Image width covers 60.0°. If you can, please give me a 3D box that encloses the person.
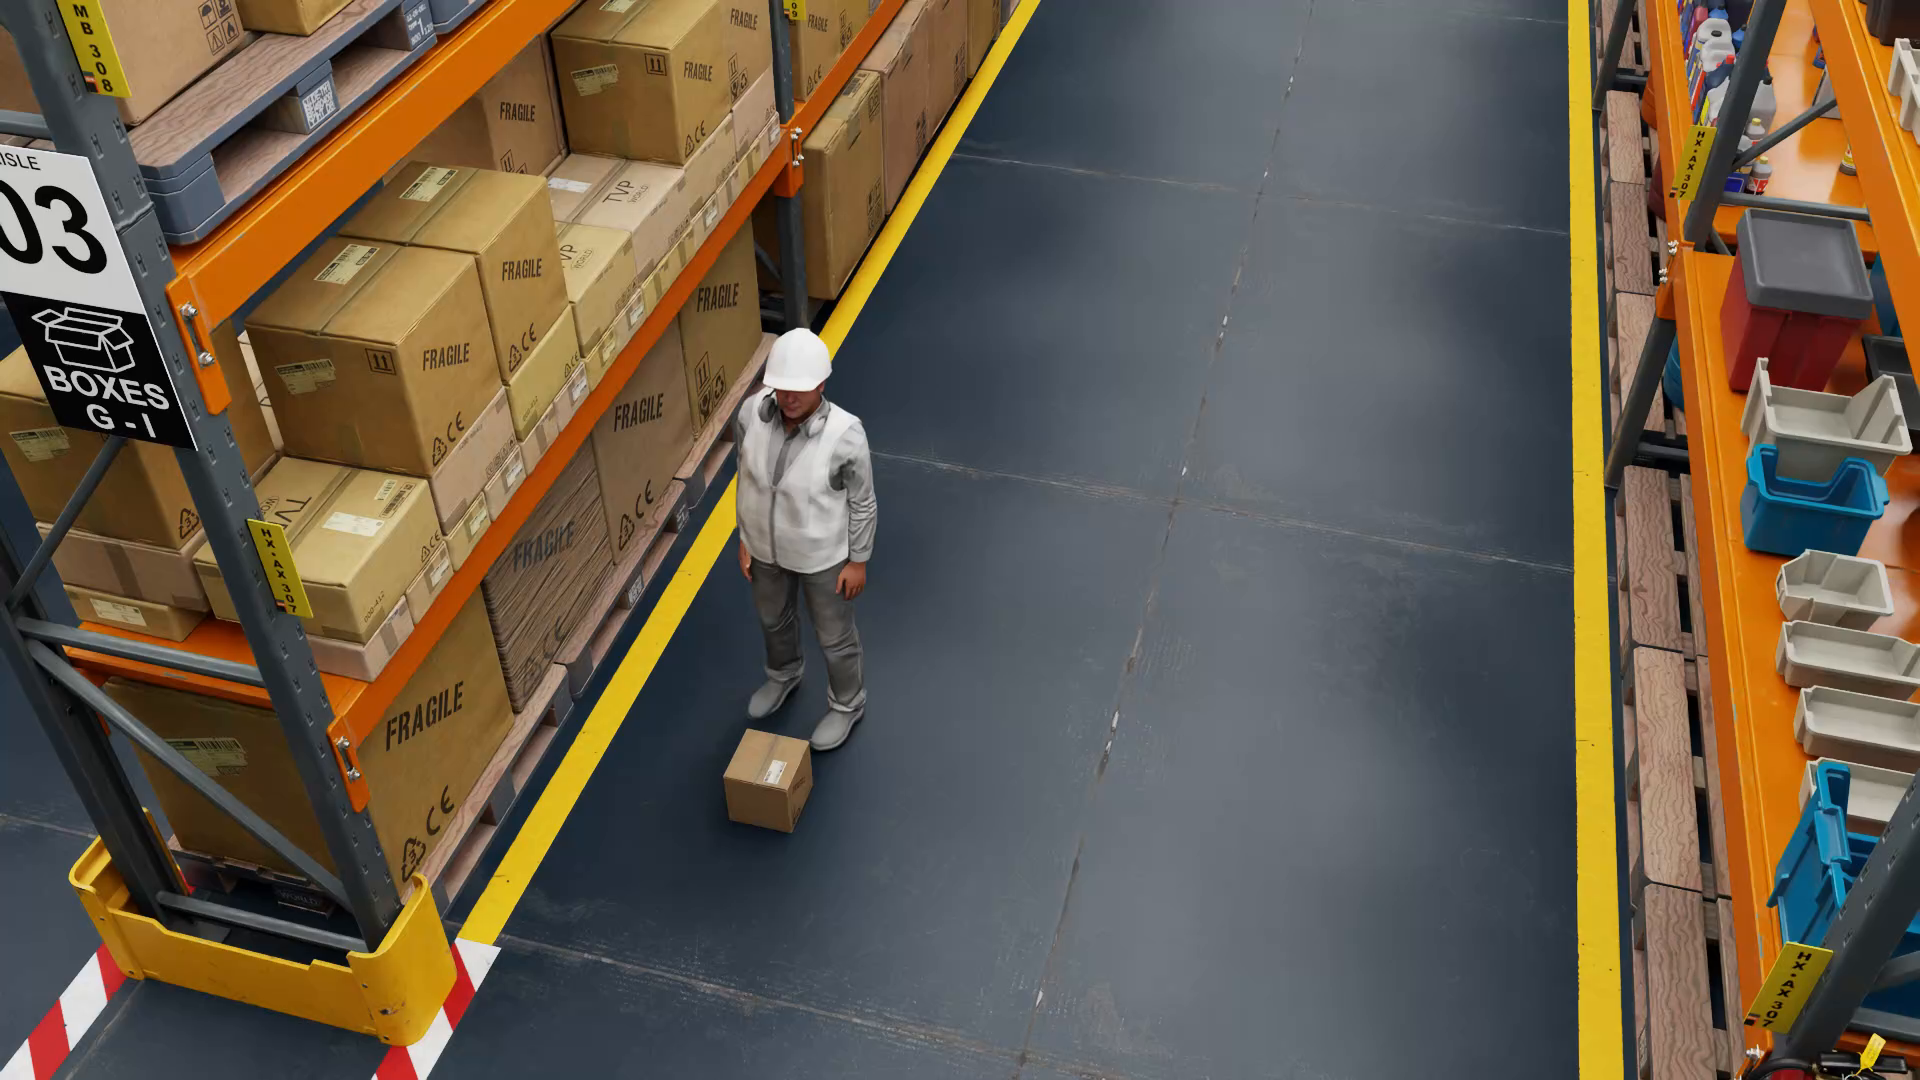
[{"bbox_3d":[-0.581,0.031,6.097,0.559,1.799,0.388,16,43,18],"label":"person"}]
